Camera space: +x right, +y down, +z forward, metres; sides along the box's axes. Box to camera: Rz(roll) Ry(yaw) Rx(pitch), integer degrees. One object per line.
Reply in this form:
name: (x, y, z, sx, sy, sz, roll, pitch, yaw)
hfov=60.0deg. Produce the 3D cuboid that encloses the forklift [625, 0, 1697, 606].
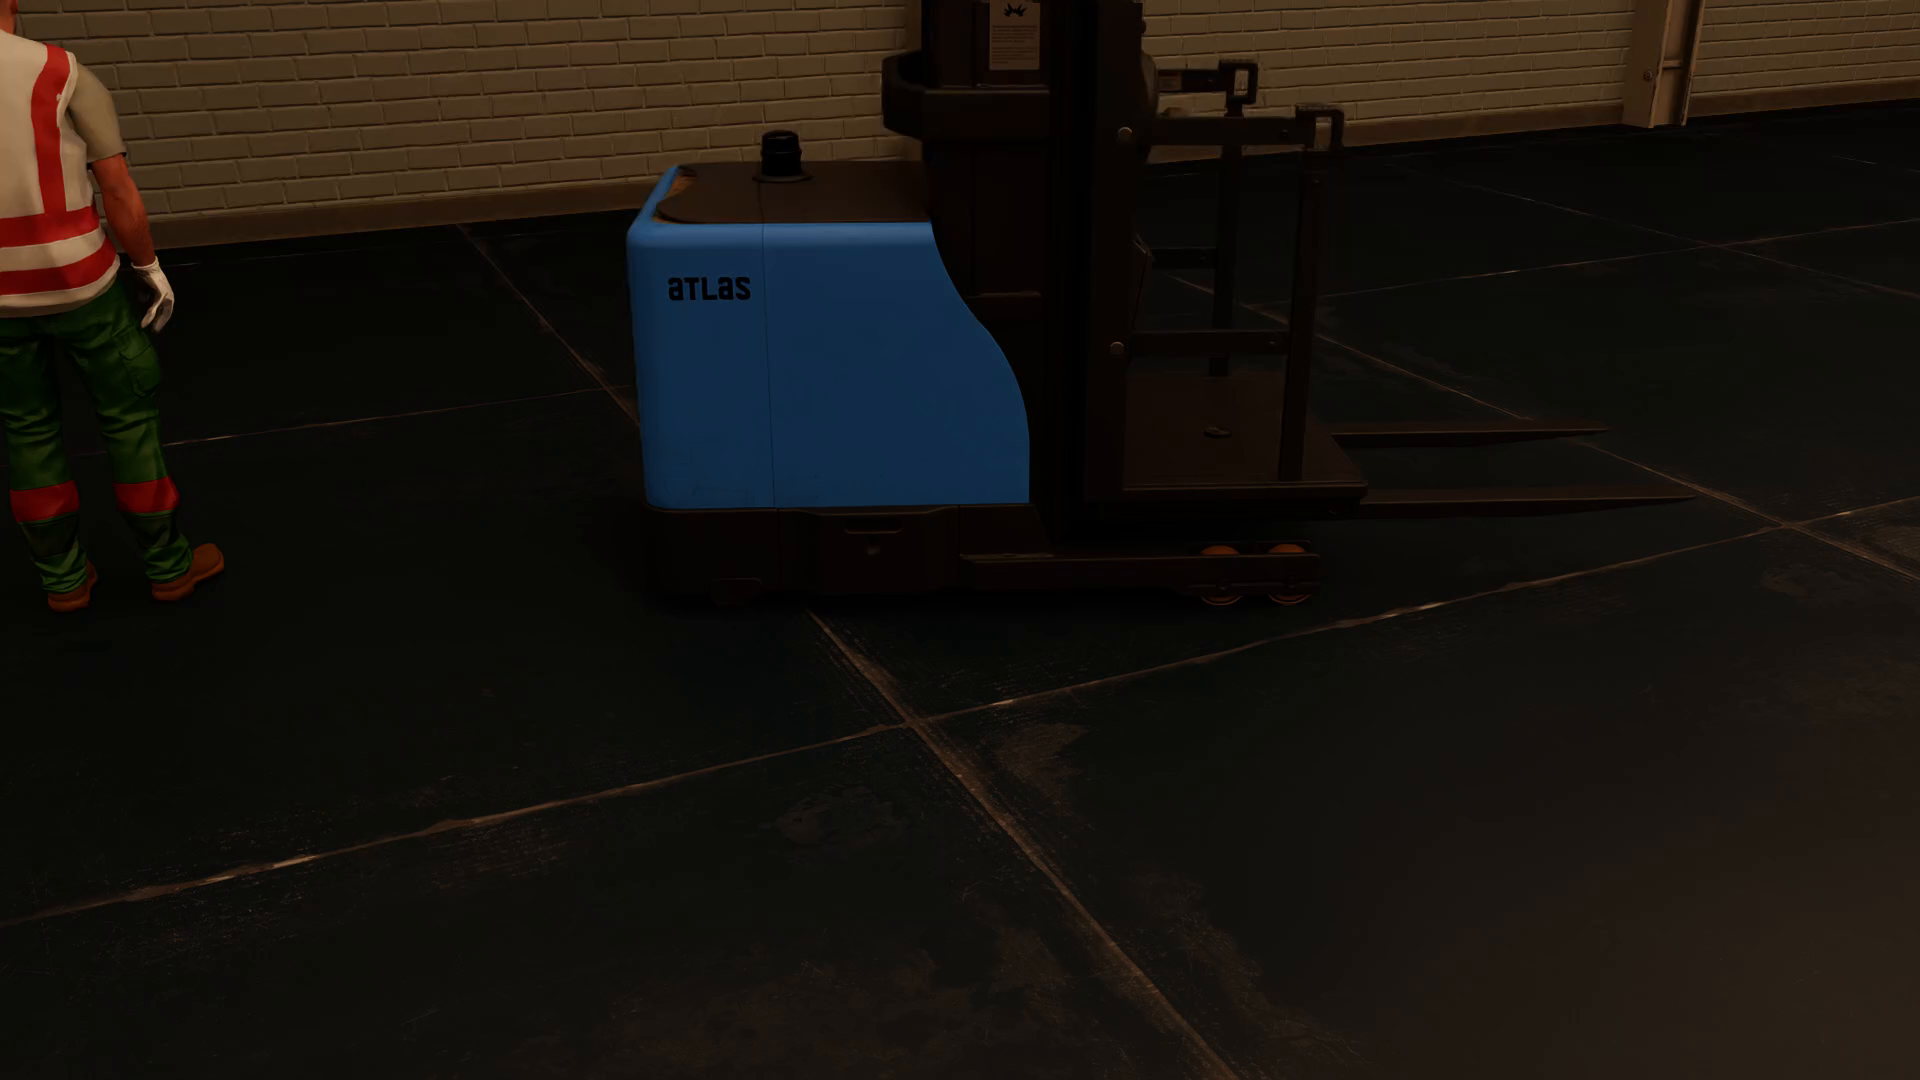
forklift: (0.614, -1.371, 4.587, 3.031, 2.935, 1.130, -1, 23, -3)

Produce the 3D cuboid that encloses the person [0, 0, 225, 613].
person: (-2.428, -0.671, 4.407, 0.619, 1.779, 0.450, -5, 23, -13)
